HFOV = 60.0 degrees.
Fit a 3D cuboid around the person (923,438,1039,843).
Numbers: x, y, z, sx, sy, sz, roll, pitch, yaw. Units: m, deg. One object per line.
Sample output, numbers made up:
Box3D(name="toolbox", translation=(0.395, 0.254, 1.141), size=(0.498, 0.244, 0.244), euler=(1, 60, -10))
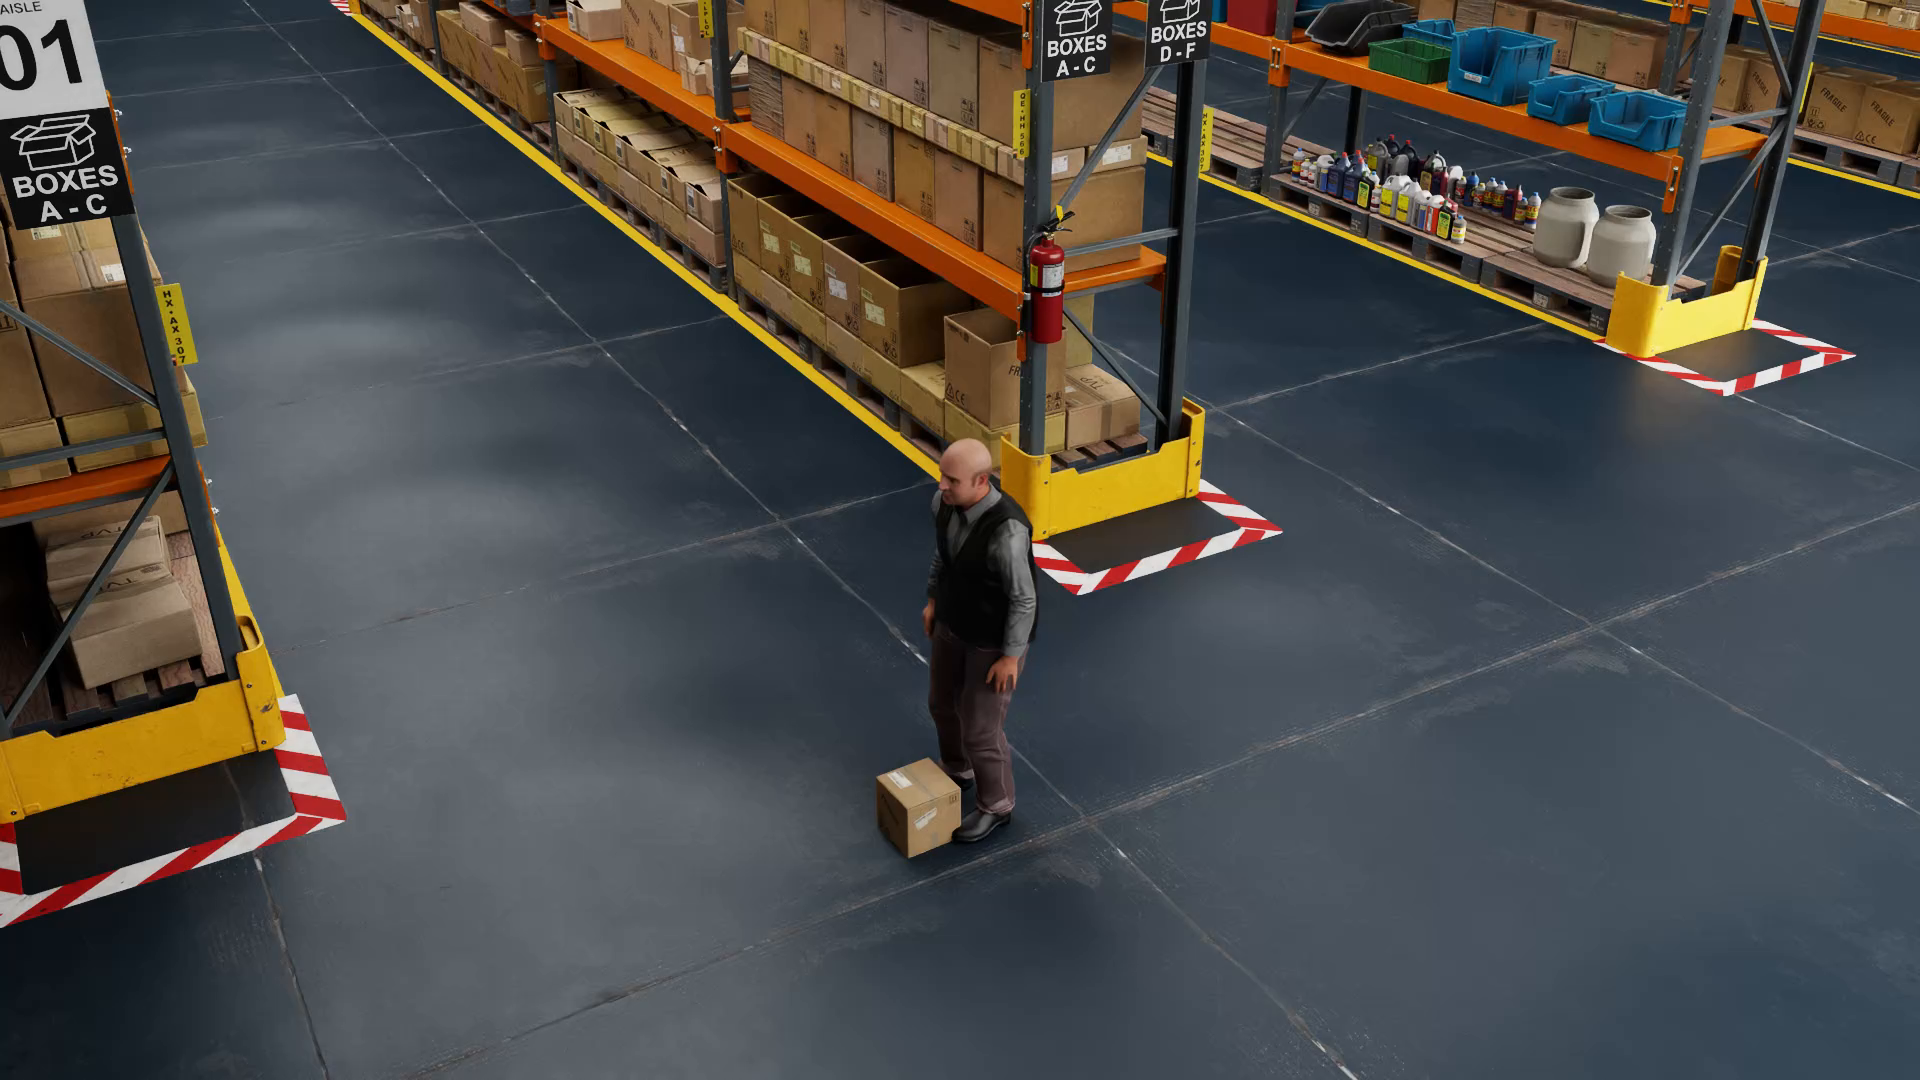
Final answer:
Box3D(name="person", translation=(0.074, 0.364, 6.489), size=(0.423, 1.720, 0.586), euler=(-18, 33, -29))
